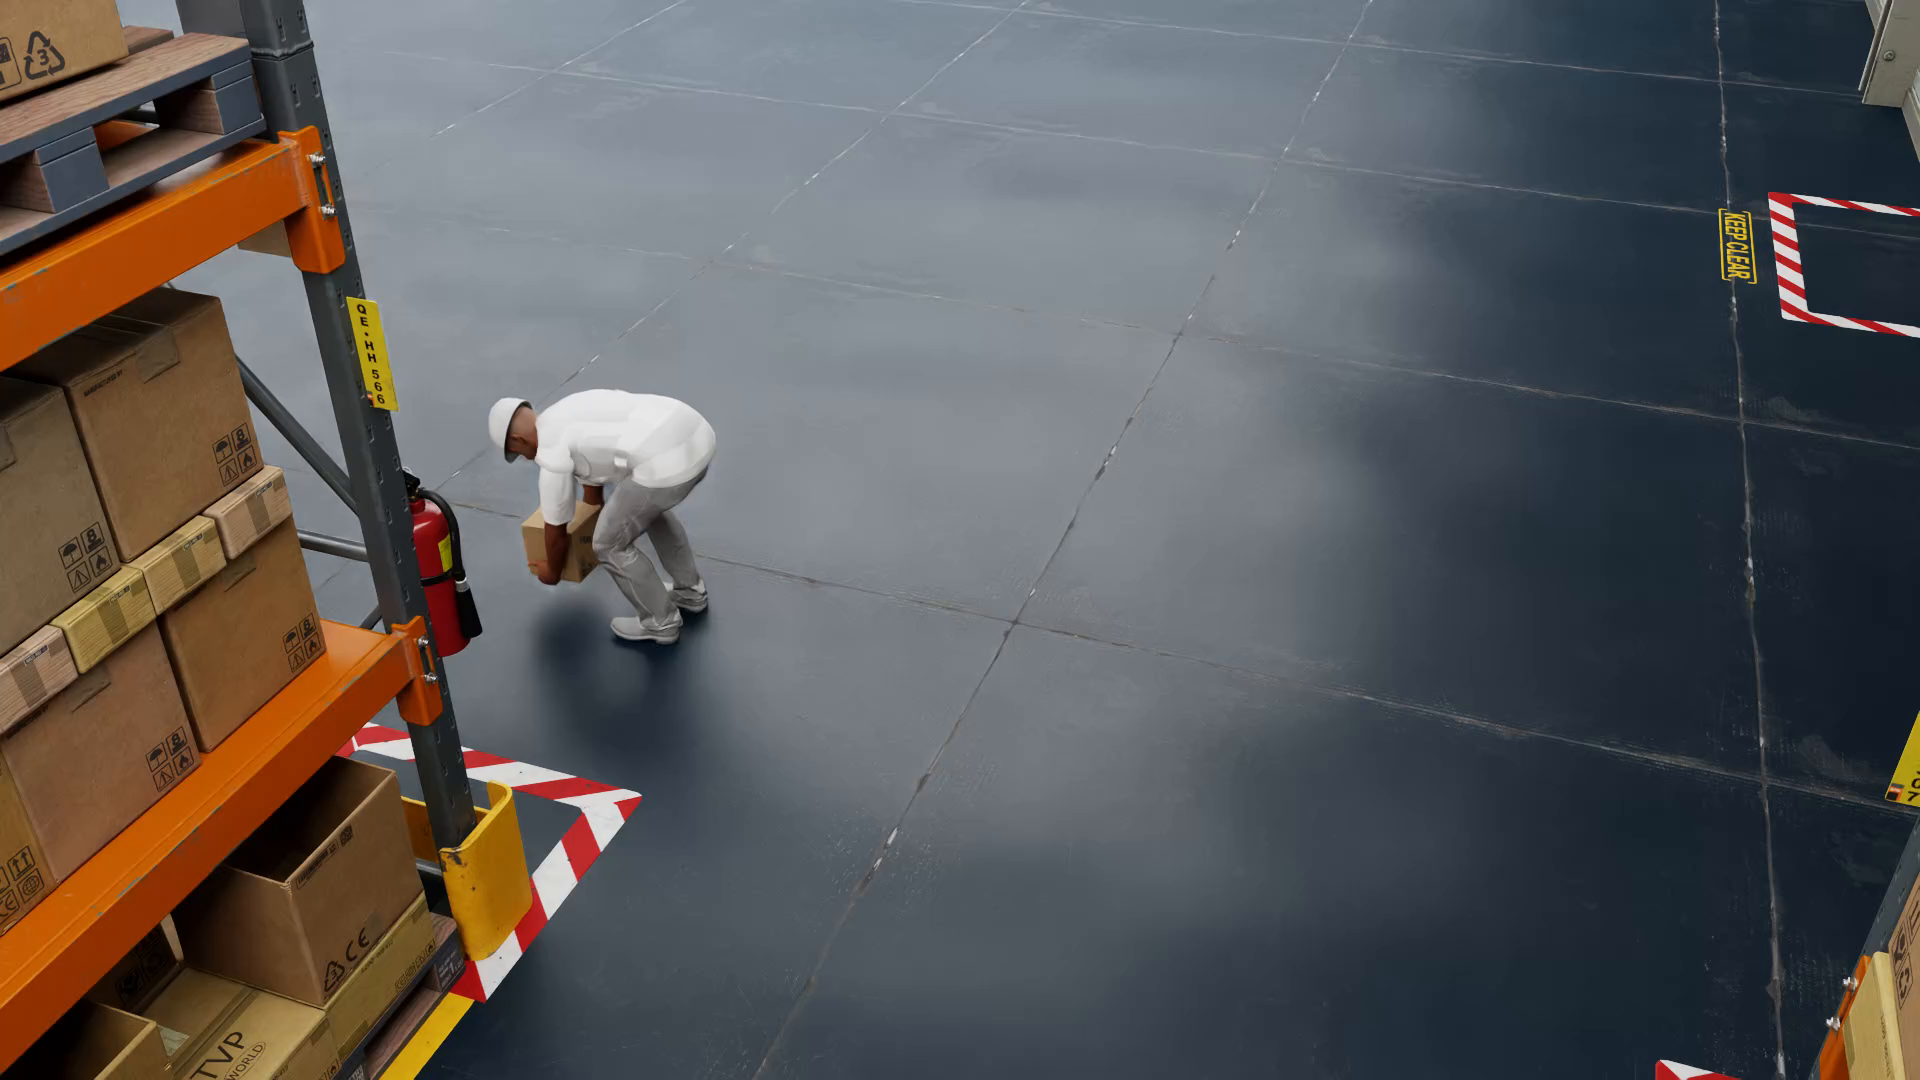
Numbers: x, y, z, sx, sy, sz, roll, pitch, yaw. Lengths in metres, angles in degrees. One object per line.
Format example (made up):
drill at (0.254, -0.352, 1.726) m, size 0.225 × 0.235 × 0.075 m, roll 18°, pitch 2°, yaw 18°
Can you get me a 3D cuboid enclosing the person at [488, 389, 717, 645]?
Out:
person at (-1.488, -0.134, 6.973) m, size 0.981 × 1.053 × 0.486 m, roll 10°, pitch 34°, yaw 14°
